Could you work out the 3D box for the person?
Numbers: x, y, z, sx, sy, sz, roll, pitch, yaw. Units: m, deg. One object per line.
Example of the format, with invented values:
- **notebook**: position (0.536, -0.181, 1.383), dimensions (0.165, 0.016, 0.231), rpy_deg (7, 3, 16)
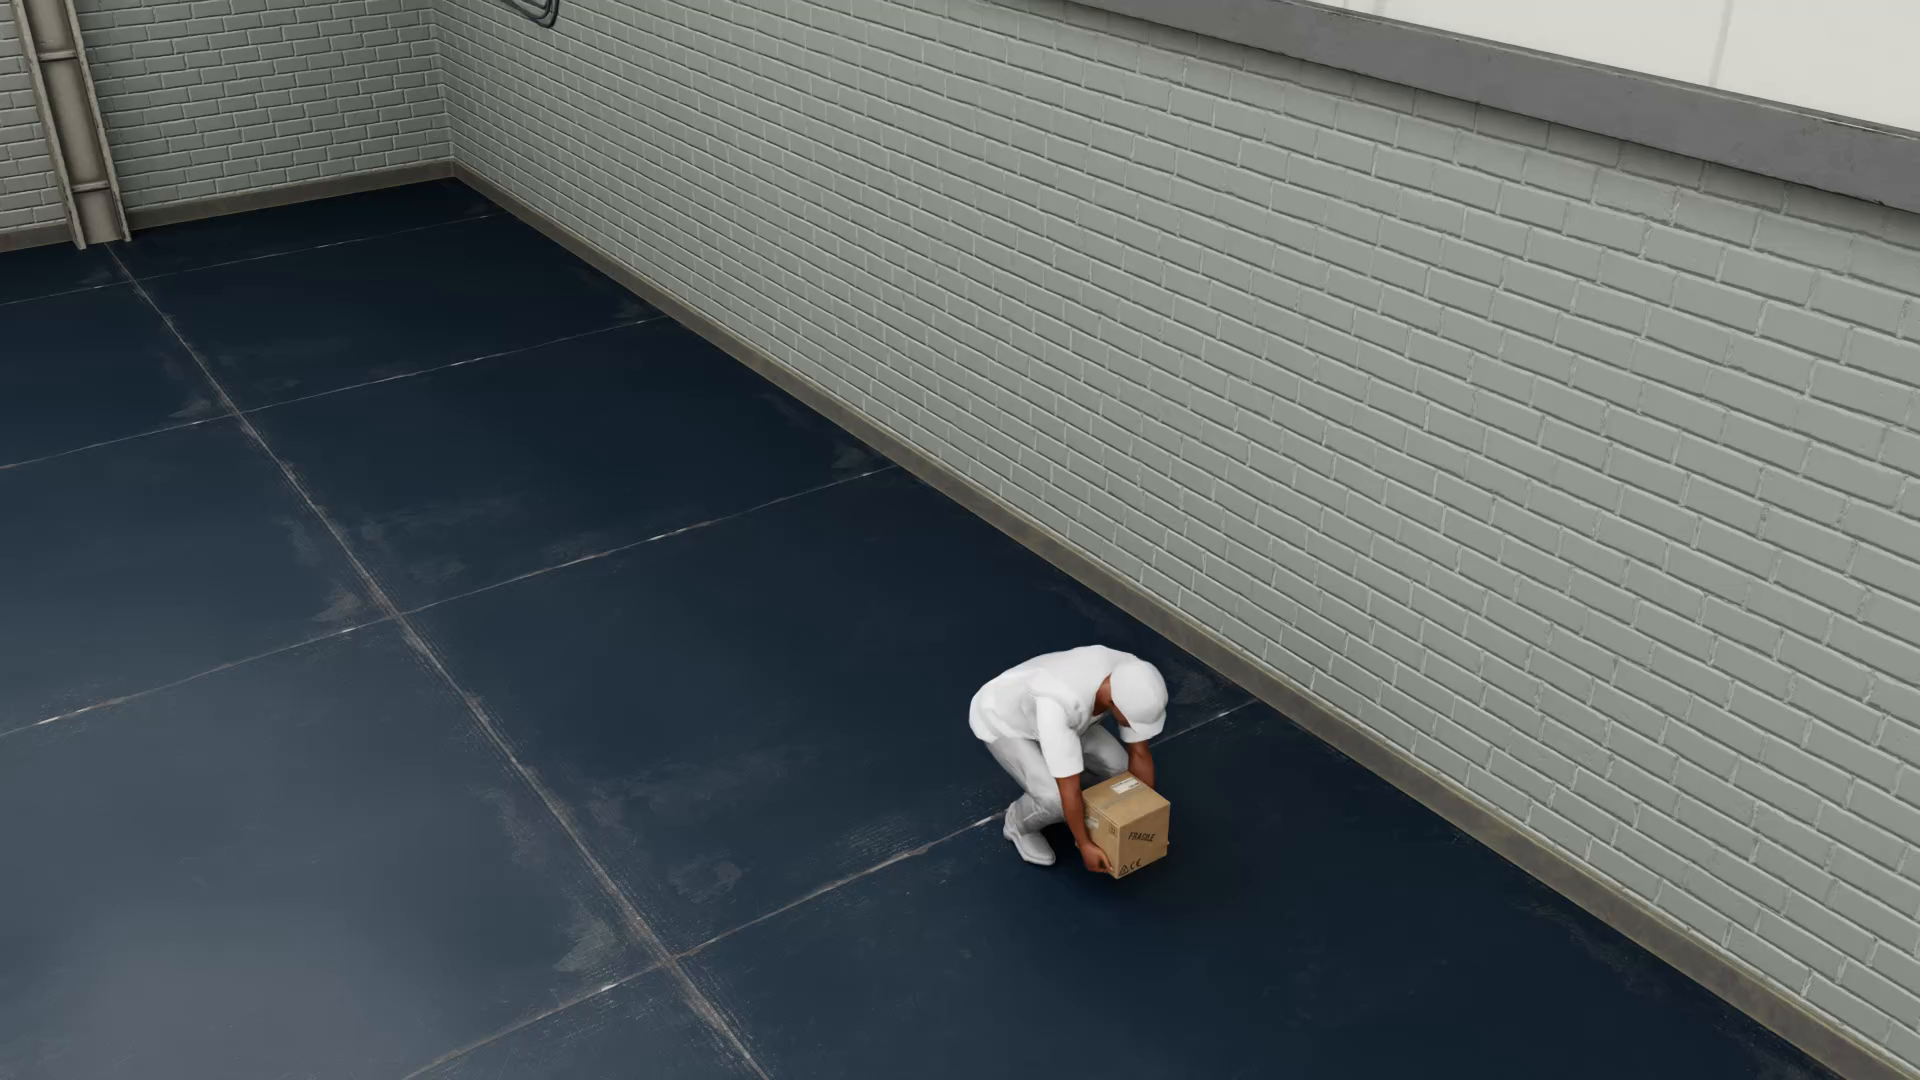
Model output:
- **person**: position (0.449, 0.782, 6.450), dimensions (0.541, 1.017, 0.887), rpy_deg (-20, 34, -32)
